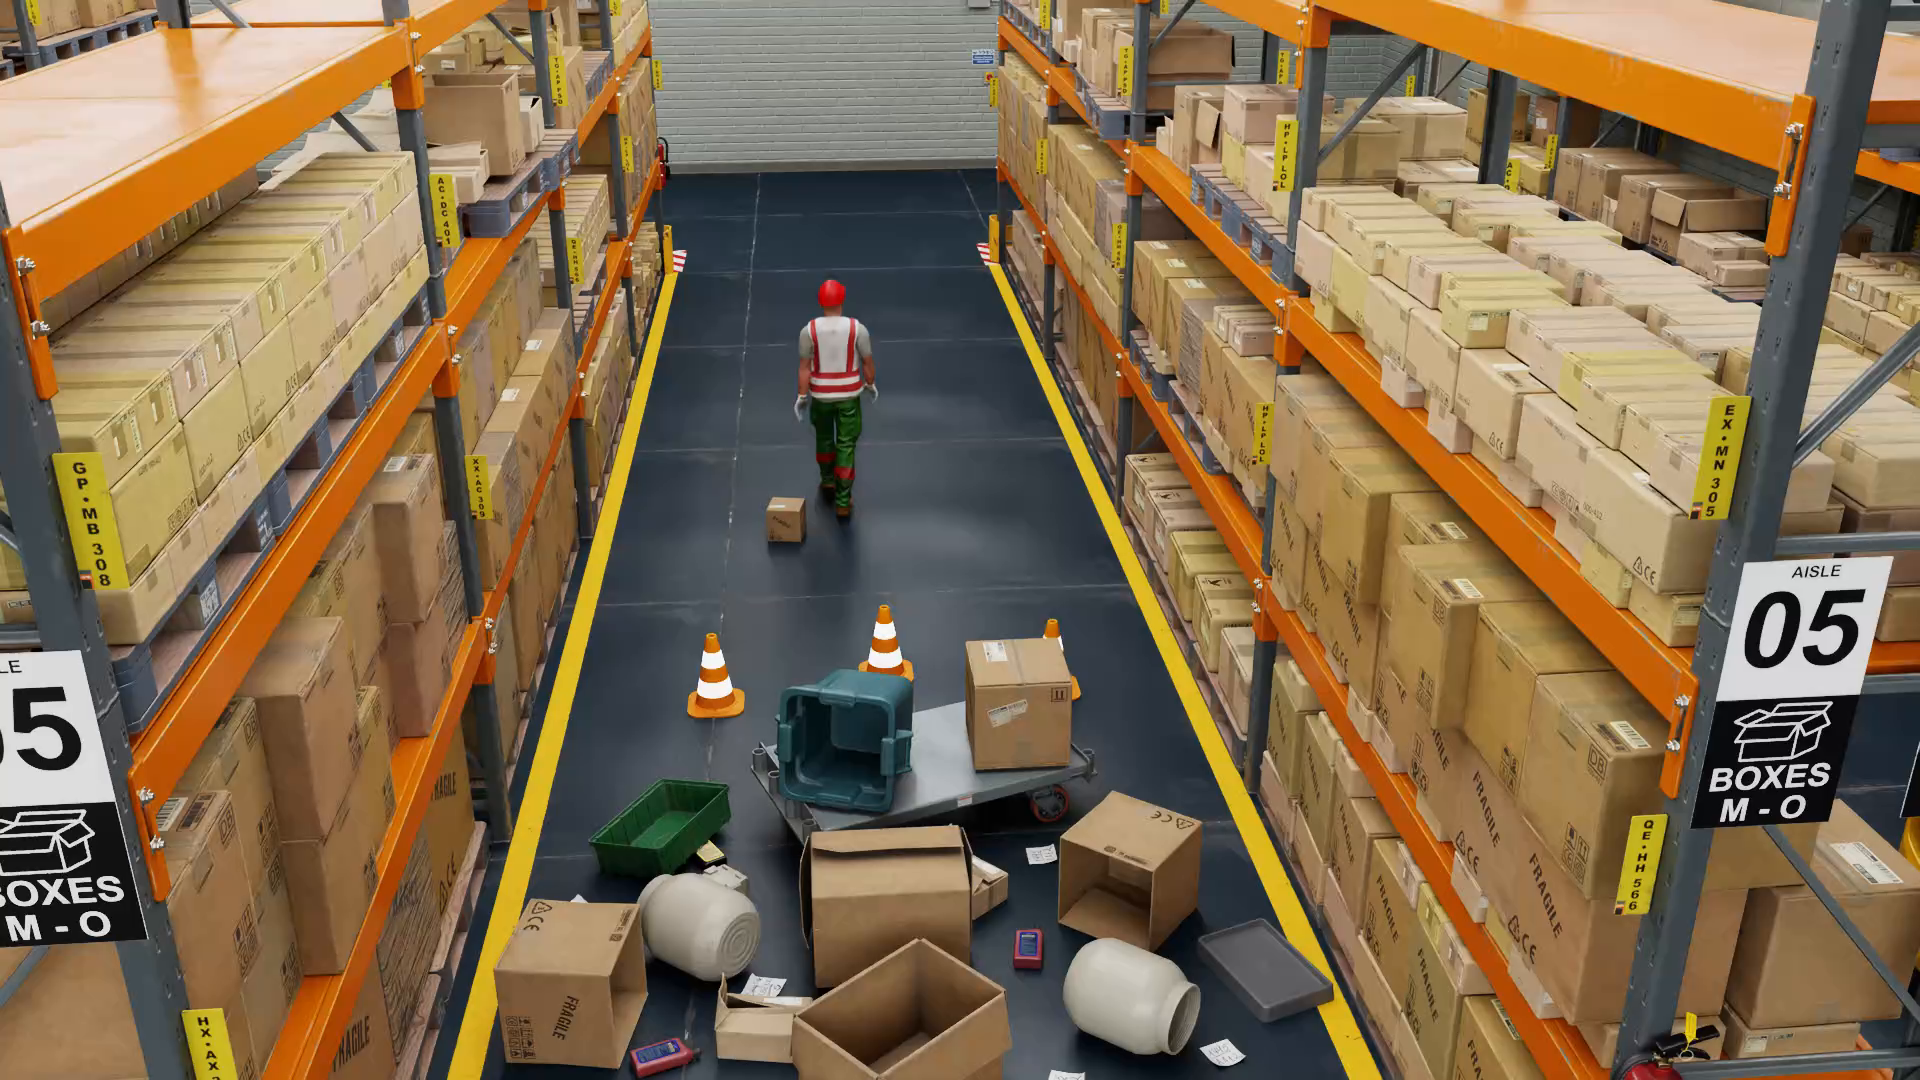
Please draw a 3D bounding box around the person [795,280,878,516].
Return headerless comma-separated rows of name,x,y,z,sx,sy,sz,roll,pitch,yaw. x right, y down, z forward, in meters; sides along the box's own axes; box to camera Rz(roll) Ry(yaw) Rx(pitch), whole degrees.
person,-0.931,-1.110,12.630,0.593,1.813,0.799,2,24,4
